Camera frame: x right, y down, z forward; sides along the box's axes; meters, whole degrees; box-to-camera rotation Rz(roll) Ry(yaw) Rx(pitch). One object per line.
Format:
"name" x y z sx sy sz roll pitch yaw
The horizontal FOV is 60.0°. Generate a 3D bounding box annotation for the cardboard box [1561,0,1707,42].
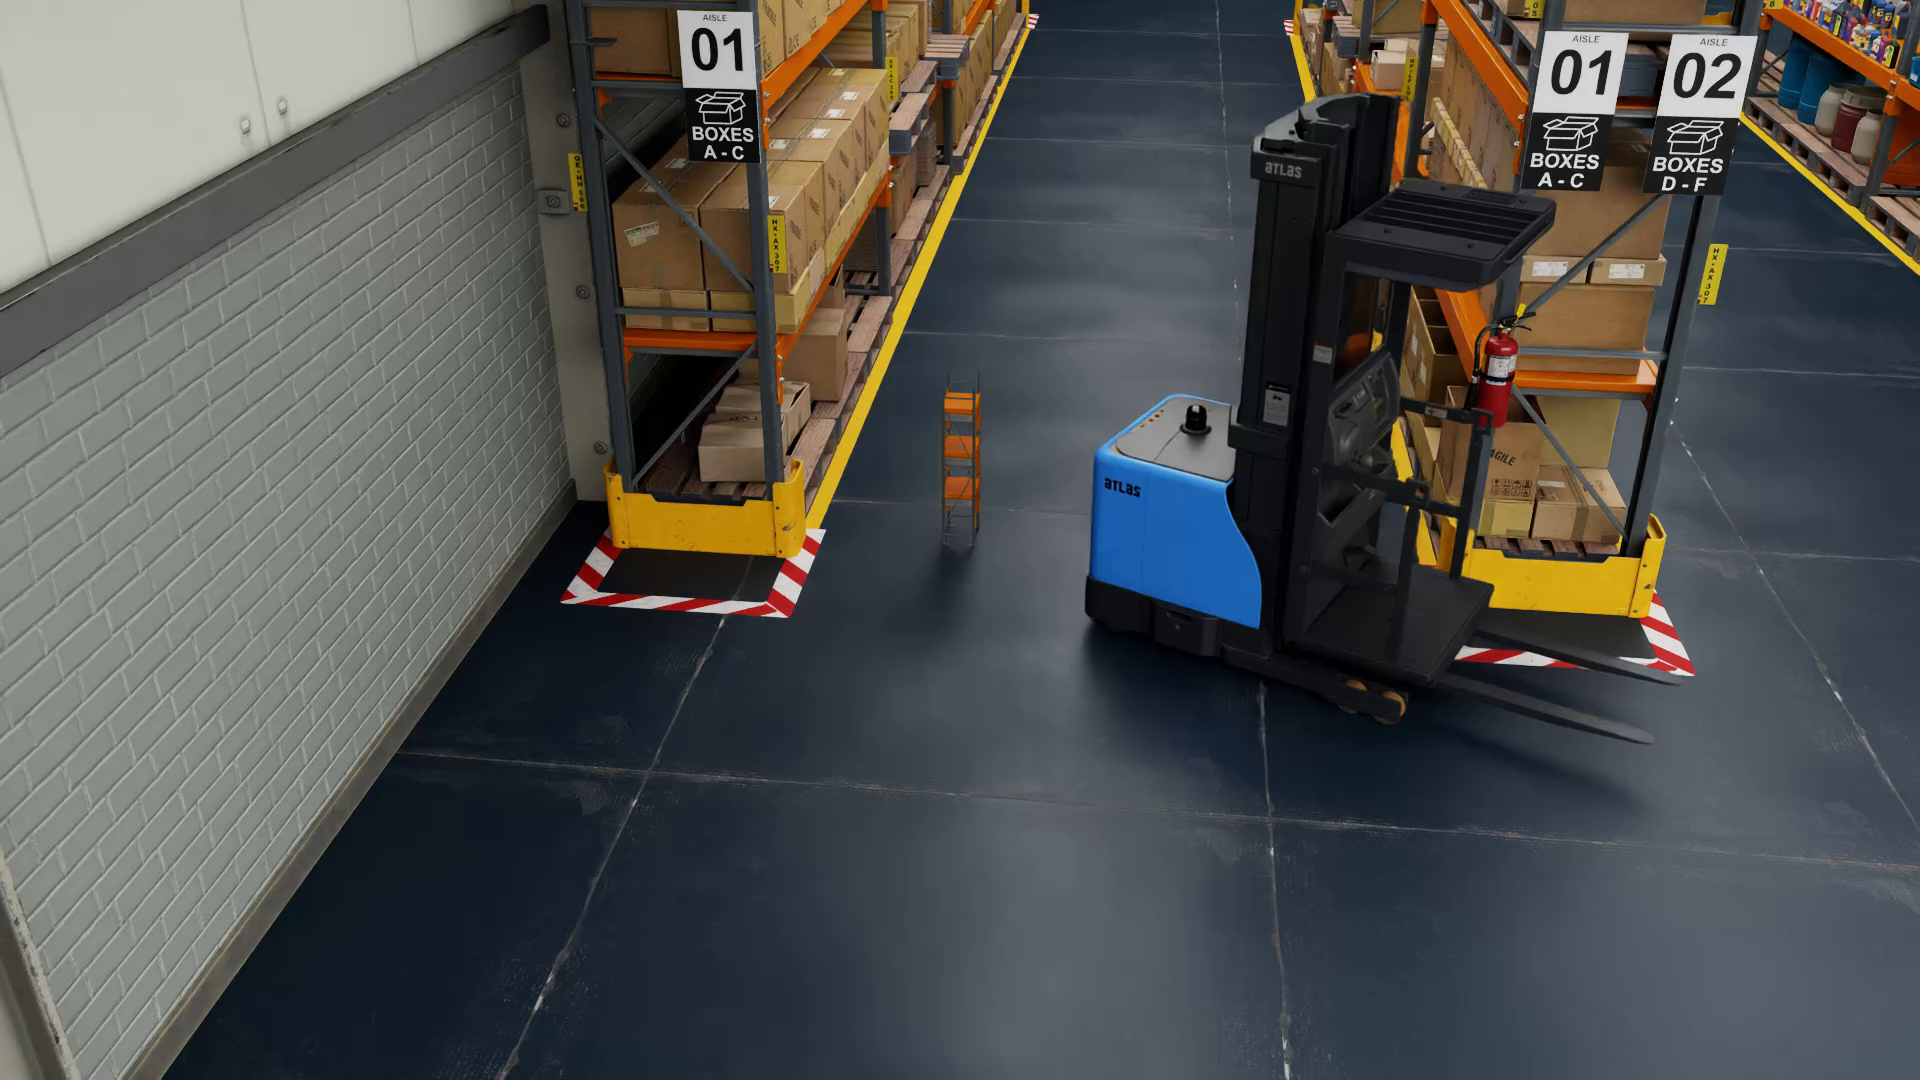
"cardboard box" 3.436 -2.885 8.580 0.797 0.503 0.637 5 29 10

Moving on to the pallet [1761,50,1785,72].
"pallet" 9.946 -6.057 21.271 1.003 0.211 1.213 3 28 6

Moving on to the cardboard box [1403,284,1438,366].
"cardboard box" 3.362 -1.518 11.571 0.500 0.500 0.500 3 28 6

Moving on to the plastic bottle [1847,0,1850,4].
"plastic bottle" 9.894 -6.067 18.559 0.097 0.201 0.097 0 28 0

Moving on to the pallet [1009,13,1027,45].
"pallet" 0.385 -7.211 23.412 1.003 0.211 1.213 3 28 6

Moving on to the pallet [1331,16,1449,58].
"pallet" 4.355 -5.006 16.582 1.213 0.211 1.003 3 28 6

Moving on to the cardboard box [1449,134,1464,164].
"cardboard box" 3.503 -2.618 11.158 0.380 0.149 0.250 2 28 5

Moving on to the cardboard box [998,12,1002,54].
"cardboard box" 0.173 -6.603 21.537 0.700 0.500 0.500 3 28 6

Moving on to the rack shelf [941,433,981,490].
"rack shelf" 0.007 -0.478 10.053 0.215 0.259 0.240 3 28 6

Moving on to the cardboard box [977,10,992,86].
"cardboard box" -0.036 -5.861 19.791 0.750 0.750 0.750 4 29 7

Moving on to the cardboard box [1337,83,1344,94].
"cardboard box" 4.287 -4.558 17.720 0.500 0.500 0.500 2 28 4

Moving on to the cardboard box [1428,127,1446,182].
"cardboard box" 3.804 -2.719 12.030 0.700 0.500 0.500 3 28 5

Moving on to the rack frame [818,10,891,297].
"rack frame" -1.065 -3.171 12.973 1.000 3.000 0.127 3 28 6

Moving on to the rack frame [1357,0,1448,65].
"rack frame" 4.342 -4.767 15.937 1.000 3.000 0.127 3 28 6

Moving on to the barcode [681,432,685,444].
"barcode" -1.776 -0.654 10.663 0.001 0.075 0.075 3 28 6

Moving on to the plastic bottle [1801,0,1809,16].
"plastic bottle" 9.215 -5.806 18.075 0.097 0.201 0.097 0 28 0

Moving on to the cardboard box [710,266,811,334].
"cardboard box" -1.180 -1.442 9.901 0.500 0.250 0.500 3 28 5

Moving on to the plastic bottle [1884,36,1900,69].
"plastic bottle" 8.884 -4.642 15.826 0.061 0.283 0.133 3 28 6

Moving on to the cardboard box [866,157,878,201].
"cardboard box" -0.892 -2.639 12.123 0.500 0.250 0.500 3 29 6

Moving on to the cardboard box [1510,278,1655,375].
"cardboard box" 3.431 -1.265 9.330 0.700 0.500 0.500 3 28 6

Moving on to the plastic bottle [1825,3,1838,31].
"plastic bottle" 9.117 -5.464 17.366 0.097 0.271 0.097 0 28 0

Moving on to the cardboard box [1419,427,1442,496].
"cardboard box" 3.183 -0.482 10.438 0.500 0.250 0.500 3 28 6

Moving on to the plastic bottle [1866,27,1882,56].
"plastic bottle" 8.968 -4.890 16.300 0.097 0.271 0.097 0 28 0

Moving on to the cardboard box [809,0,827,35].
"cardboard box" -1.105 -3.299 9.923 0.500 0.500 0.500 5 29 9

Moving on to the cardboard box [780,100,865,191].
"cardboard box" -0.944 -2.731 11.504 0.500 0.500 0.500 3 28 5

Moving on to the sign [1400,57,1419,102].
"sign" 3.312 -3.386 12.236 0.100 0.325 0.005 3 28 6

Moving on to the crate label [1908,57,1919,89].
"crate label" 8.834 -4.228 15.111 0.303 0.233 0.416 3 28 6

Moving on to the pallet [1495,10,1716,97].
"pallet" 3.474 -2.615 8.871 1.003 0.211 1.213 3 28 6

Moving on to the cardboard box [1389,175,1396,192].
"cardboard box" 3.803 -3.030 14.576 0.500 0.311 0.500 3 28 6

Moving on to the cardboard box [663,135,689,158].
"cardboard box" -1.578 -2.275 10.657 0.500 0.500 0.500 3 28 5

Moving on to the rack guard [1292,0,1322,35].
"rack guard" 5.313 -7.397 23.453 1.175 0.500 0.348 3 28 6

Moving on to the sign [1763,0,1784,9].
"sign" 3.912 -2.707 7.944 0.100 0.325 0.005 3 28 6

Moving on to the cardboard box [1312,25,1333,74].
"cardboard box" 4.620 -6.028 20.449 0.500 0.500 0.500 3 28 6

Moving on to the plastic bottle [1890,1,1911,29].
"plastic bottle" 9.869 -5.520 17.464 0.152 0.276 0.135 3 28 6

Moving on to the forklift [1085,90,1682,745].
"forklift" 2.221 -0.637 8.341 3.031 2.935 1.130 17 33 28

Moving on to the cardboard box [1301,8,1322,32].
"cardboard box" 4.913 -7.042 22.593 0.500 0.250 0.500 3 28 6

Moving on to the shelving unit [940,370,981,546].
"shelving unit" 0.007 -0.487 10.048 0.215 1.050 0.252 3 28 6

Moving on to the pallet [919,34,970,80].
"pallet" -0.557 -4.627 15.879 1.213 0.211 1.003 3 28 6

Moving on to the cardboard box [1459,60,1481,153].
"cardboard box" 3.681 -2.817 10.843 0.700 0.500 0.500 3 28 6

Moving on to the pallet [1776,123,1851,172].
"pallet" 9.465 -4.196 17.817 1.003 0.211 1.213 3 28 6

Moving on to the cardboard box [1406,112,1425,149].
"cardboard box" 3.777 -3.250 13.262 0.396 0.266 0.258 3 28 5

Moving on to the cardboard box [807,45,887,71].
"cardboard box" -0.969 -3.646 13.286 0.700 0.500 0.500 3 29 6

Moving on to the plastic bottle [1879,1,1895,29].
"plastic bottle" 9.742 -5.516 17.462 0.097 0.271 0.097 0 28 0

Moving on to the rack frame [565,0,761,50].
"rack frame" -1.555 -3.929 8.055 1.000 3.000 0.127 3 28 6

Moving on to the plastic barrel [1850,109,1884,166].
"plastic barrel" 9.281 -4.070 16.822 0.421 0.512 0.421 0 28 0

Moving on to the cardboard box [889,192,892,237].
"cardboard box" -0.978 -2.858 14.563 0.700 0.500 0.500 3 28 5

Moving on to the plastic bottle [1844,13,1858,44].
"plastic bottle" 9.024 -5.180 16.825 0.061 0.283 0.133 3 28 6

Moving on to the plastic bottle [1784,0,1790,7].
"plastic bottle" 9.263 -6.099 18.531 0.061 0.283 0.133 3 28 6

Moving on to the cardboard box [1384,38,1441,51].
"cardboard box" 4.254 -4.560 15.645 0.500 0.311 0.500 5 29 9

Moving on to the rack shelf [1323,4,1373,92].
"rack shelf" 4.587 -5.392 17.855 1.077 0.370 4.000 3 28 6

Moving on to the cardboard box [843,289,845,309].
"cardboard box" -1.101 -1.863 13.070 0.380 0.166 0.250 0 28 0

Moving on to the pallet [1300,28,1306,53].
"pallet" 5.216 -6.894 22.825 1.003 0.211 1.213 3 28 6

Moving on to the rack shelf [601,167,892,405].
"rack shelf" -1.310 -1.913 11.396 1.077 0.370 4.000 3 28 6

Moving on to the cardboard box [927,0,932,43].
"cardboard box" -0.623 -5.069 15.928 0.700 0.500 0.500 0 28 0
